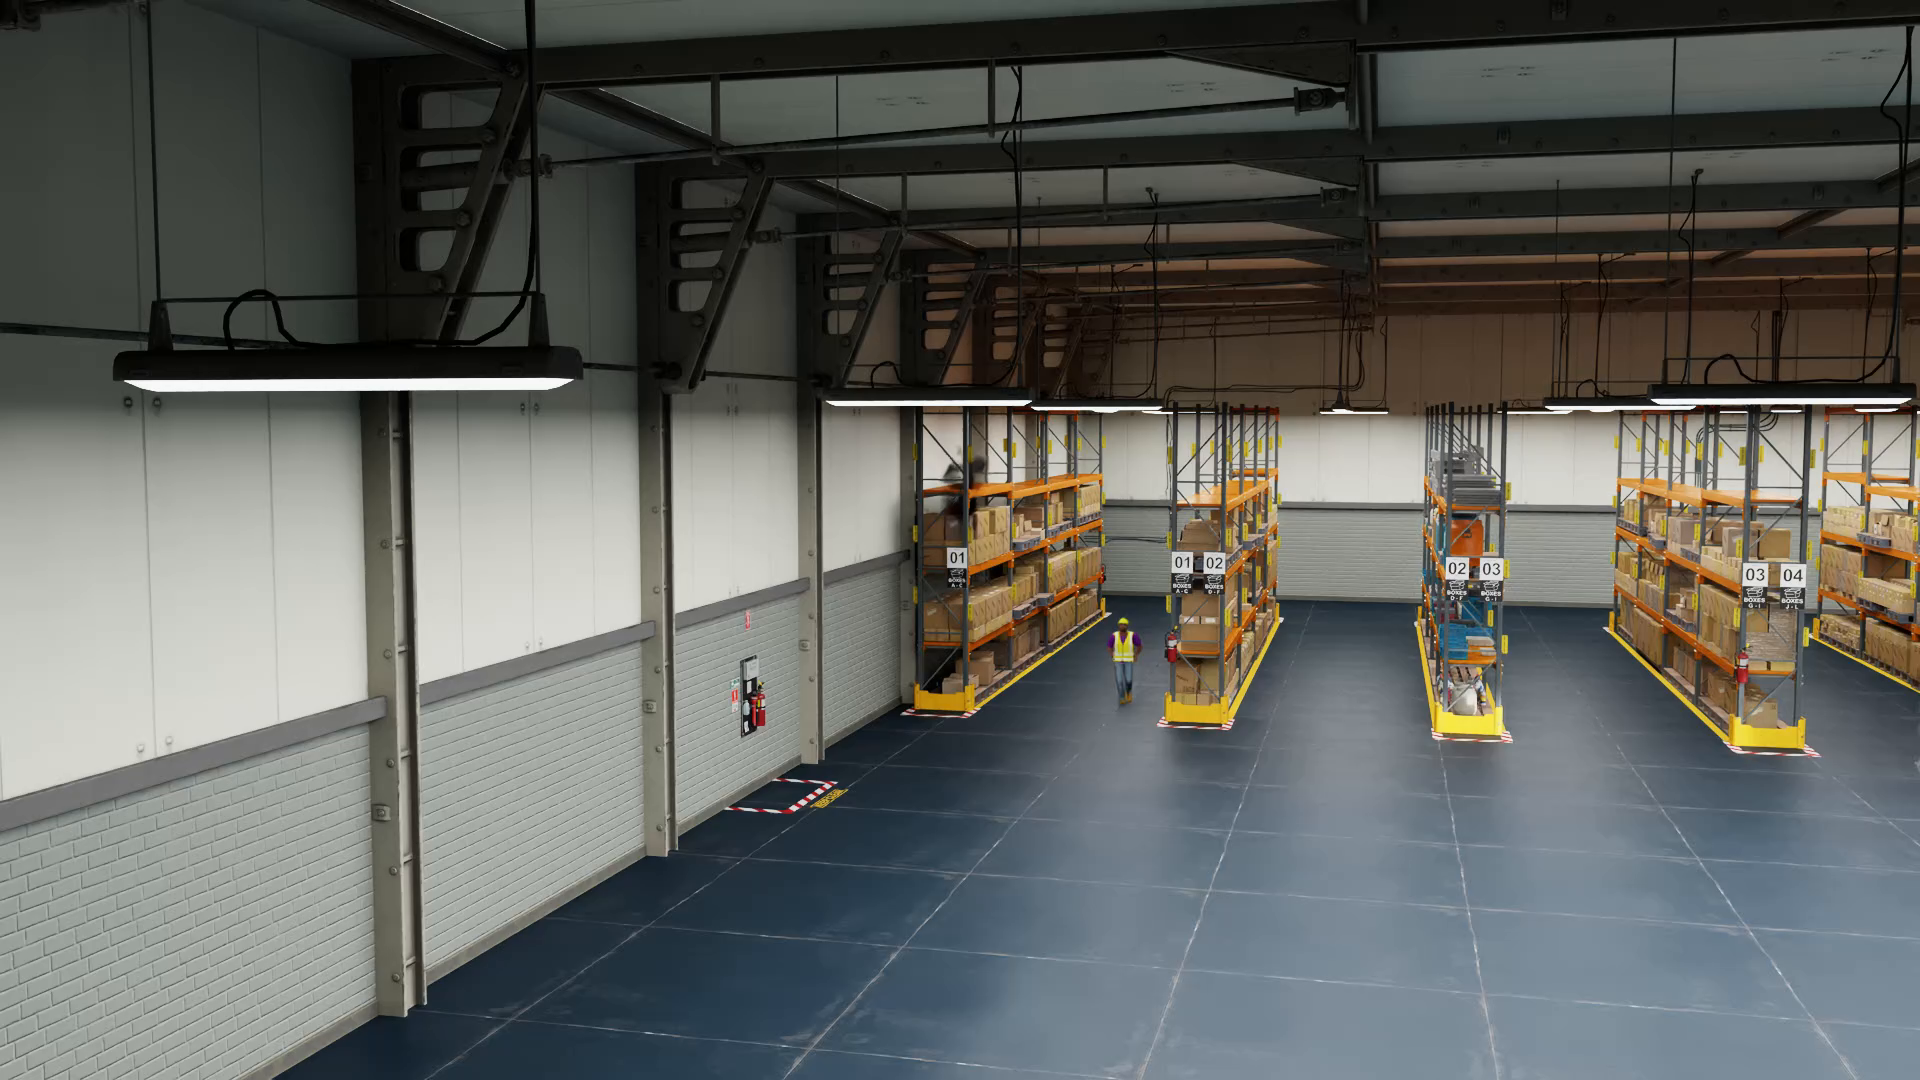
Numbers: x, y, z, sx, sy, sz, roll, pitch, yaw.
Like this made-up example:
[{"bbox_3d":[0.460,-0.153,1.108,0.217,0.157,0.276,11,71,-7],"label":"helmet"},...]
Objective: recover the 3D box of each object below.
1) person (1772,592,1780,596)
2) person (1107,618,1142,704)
[{"bbox_3d":[20.792,1.846,42.477,0.616,1.513,0.779,2,5,27],"label":"person"},{"bbox_3d":[3.245,2.415,32.992,0.688,1.721,0.582,1,4,12],"label":"person"}]
